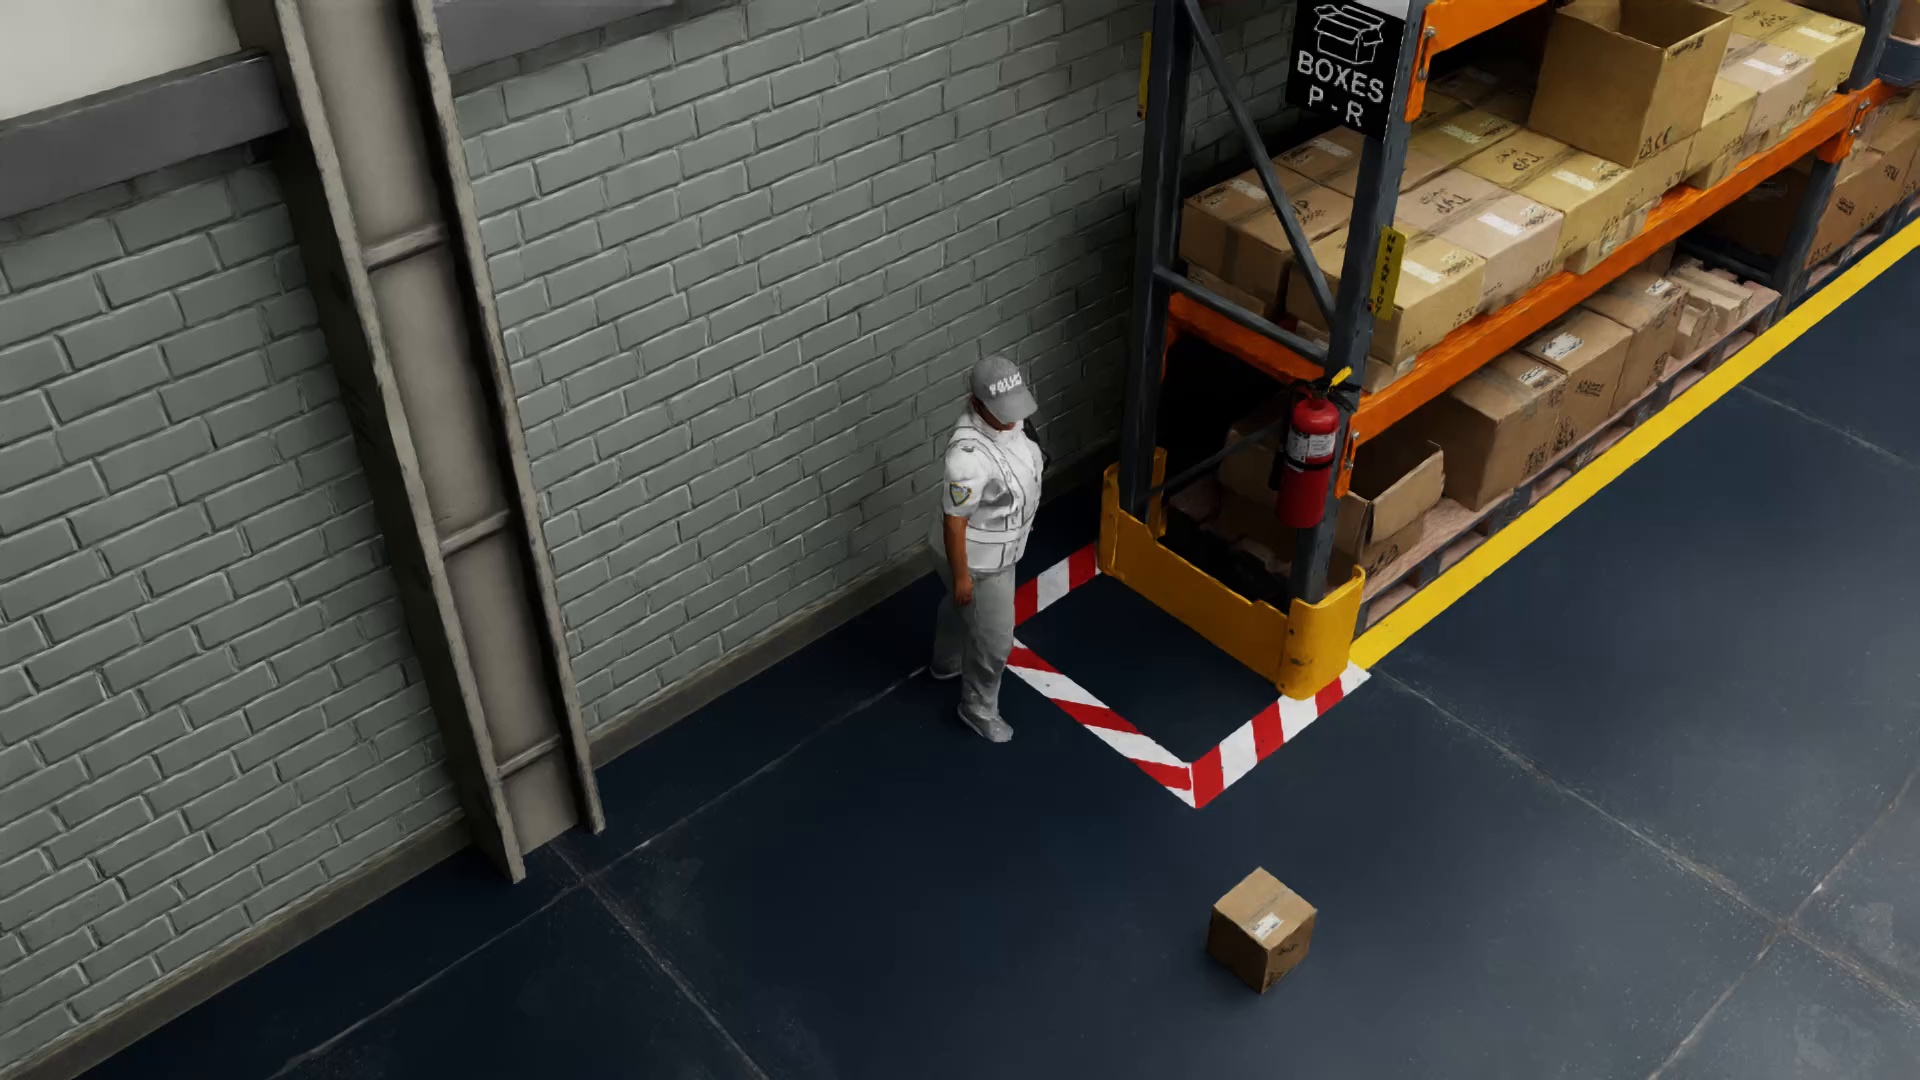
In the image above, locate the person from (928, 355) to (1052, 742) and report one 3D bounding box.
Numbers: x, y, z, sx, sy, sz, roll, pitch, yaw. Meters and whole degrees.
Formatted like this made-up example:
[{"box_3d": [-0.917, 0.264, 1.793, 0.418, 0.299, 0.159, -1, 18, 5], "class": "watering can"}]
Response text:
[{"box_3d": [0.084, 0.026, 6.166, 0.455, 1.727, 0.515, 8, 41, 9], "class": "person"}]
